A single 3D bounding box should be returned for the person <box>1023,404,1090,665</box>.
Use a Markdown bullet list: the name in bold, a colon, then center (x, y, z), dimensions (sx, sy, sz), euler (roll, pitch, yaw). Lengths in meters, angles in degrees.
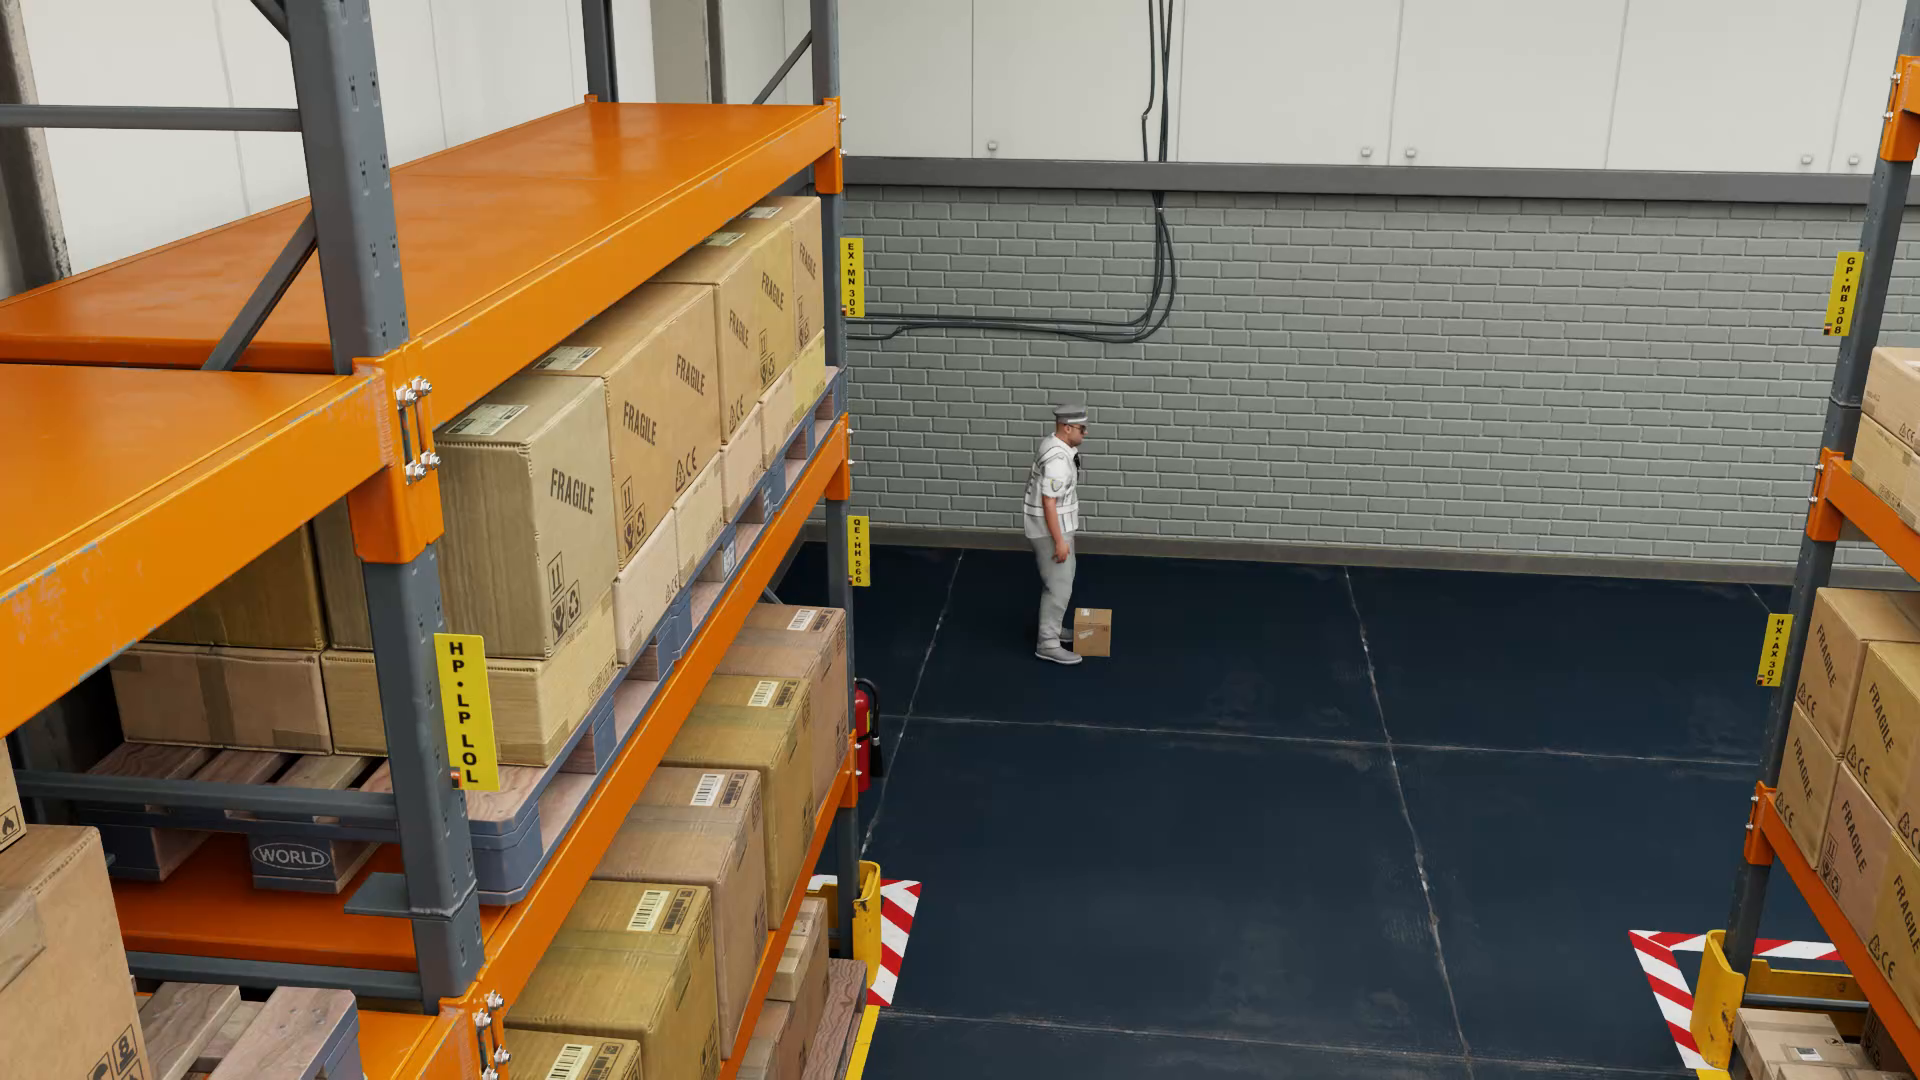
- **person**: center (0.644, -0.070, 11.256), dimensions (0.432, 1.746, 0.585), euler (2, 21, 6)
